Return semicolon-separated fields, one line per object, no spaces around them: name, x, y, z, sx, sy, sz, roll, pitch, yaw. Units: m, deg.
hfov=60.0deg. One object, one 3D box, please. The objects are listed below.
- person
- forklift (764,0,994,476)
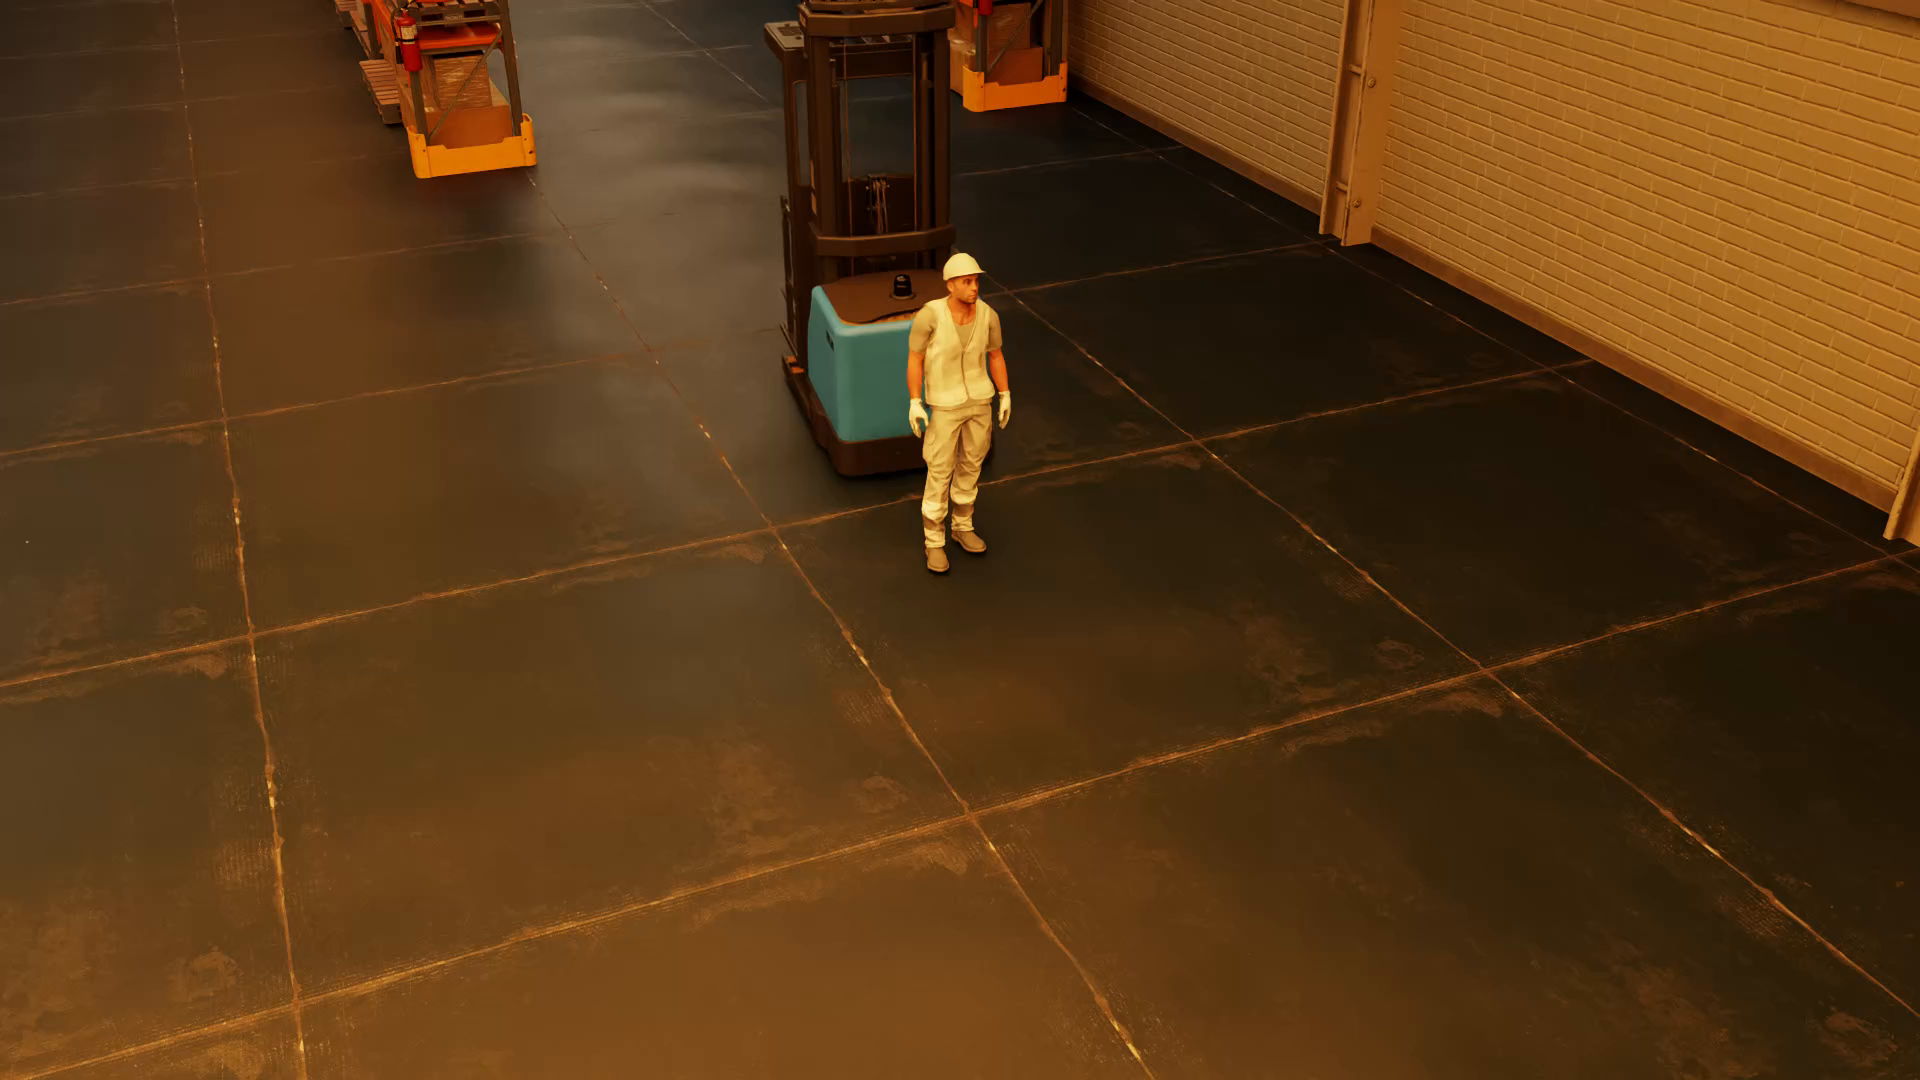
person;0.021;-0.744;9.557;0.638;1.787;0.564;-12;32;-20
forklift;-0.667;-2.399;11.316;1.130;2.935;3.031;-8;31;-14
